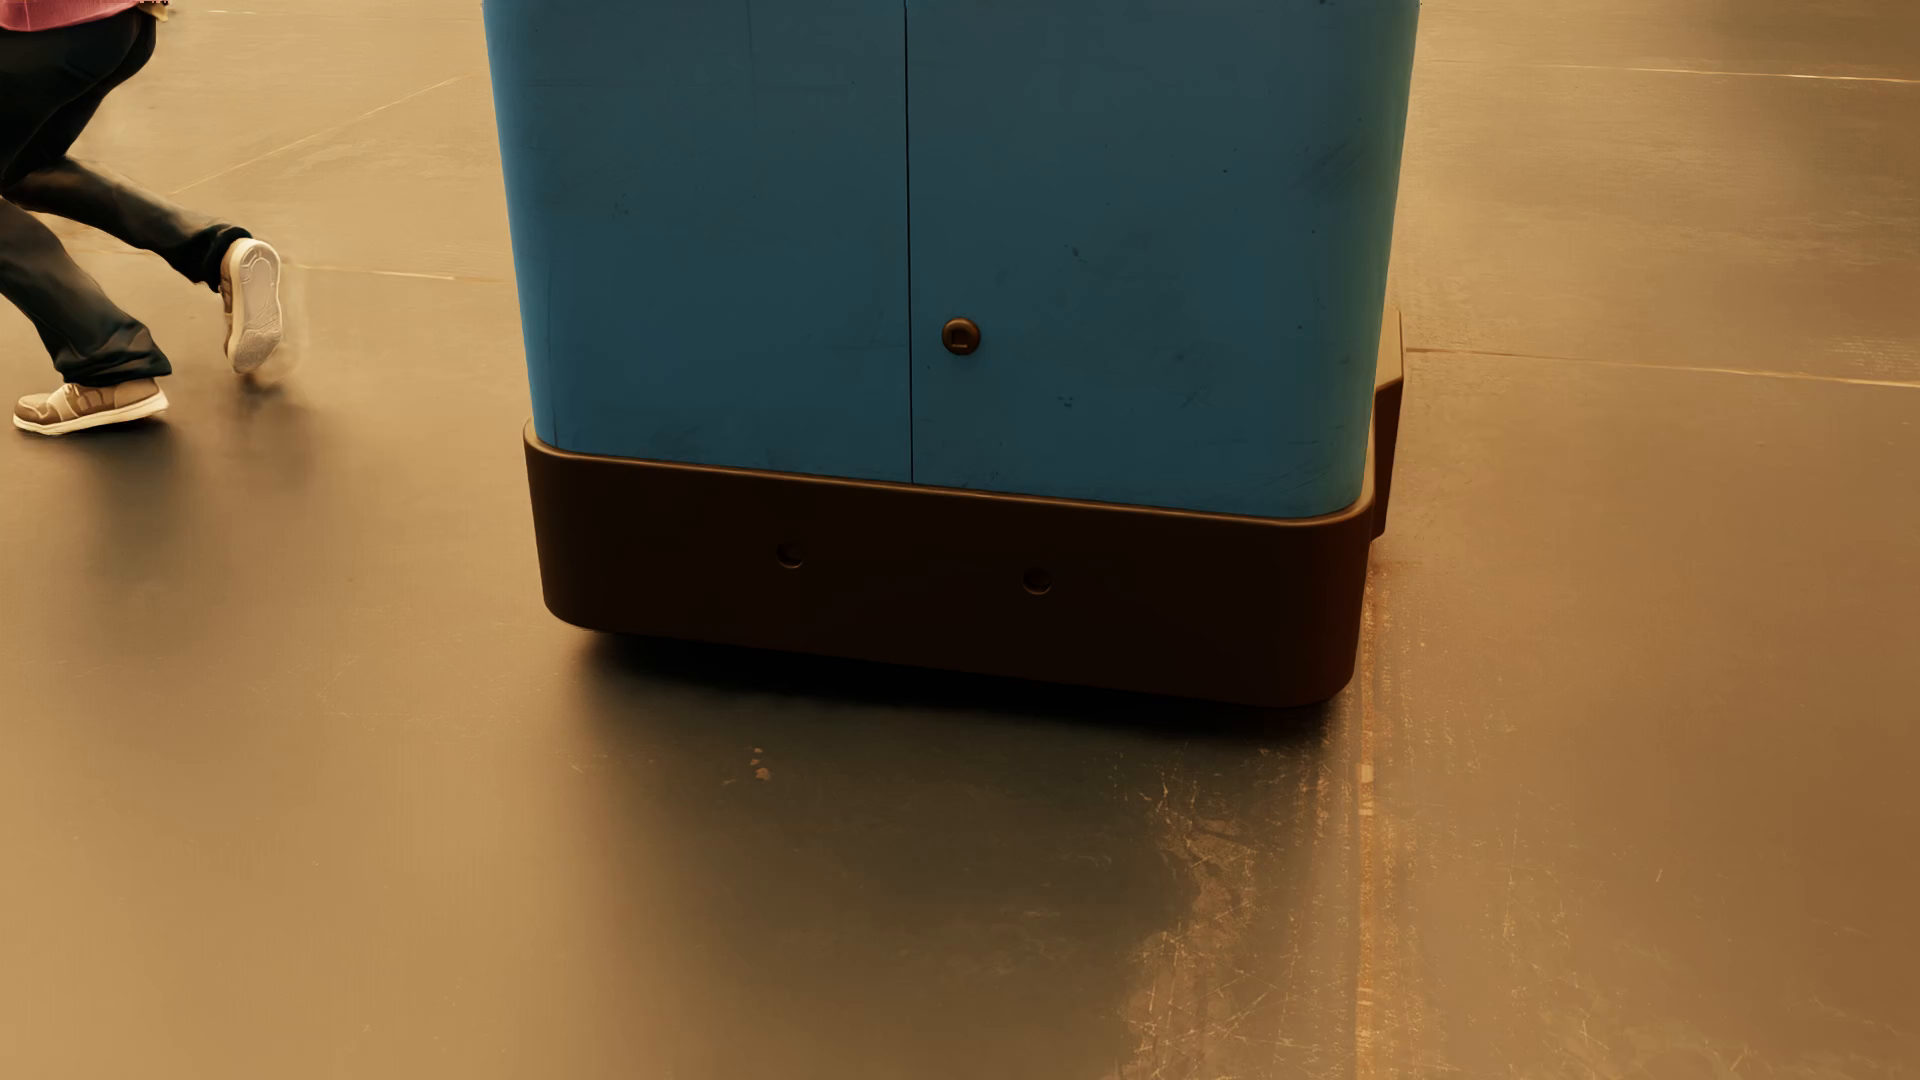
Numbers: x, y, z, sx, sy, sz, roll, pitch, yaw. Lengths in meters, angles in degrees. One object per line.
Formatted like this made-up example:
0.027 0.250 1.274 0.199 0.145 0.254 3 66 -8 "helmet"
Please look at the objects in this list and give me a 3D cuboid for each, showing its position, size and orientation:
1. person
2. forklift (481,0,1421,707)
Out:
-1.493 -0.894 2.732 0.527 1.412 0.773 -3 27 -6 "person"
0.271 -1.755 2.725 1.130 2.935 3.031 6 27 11 "forklift"
